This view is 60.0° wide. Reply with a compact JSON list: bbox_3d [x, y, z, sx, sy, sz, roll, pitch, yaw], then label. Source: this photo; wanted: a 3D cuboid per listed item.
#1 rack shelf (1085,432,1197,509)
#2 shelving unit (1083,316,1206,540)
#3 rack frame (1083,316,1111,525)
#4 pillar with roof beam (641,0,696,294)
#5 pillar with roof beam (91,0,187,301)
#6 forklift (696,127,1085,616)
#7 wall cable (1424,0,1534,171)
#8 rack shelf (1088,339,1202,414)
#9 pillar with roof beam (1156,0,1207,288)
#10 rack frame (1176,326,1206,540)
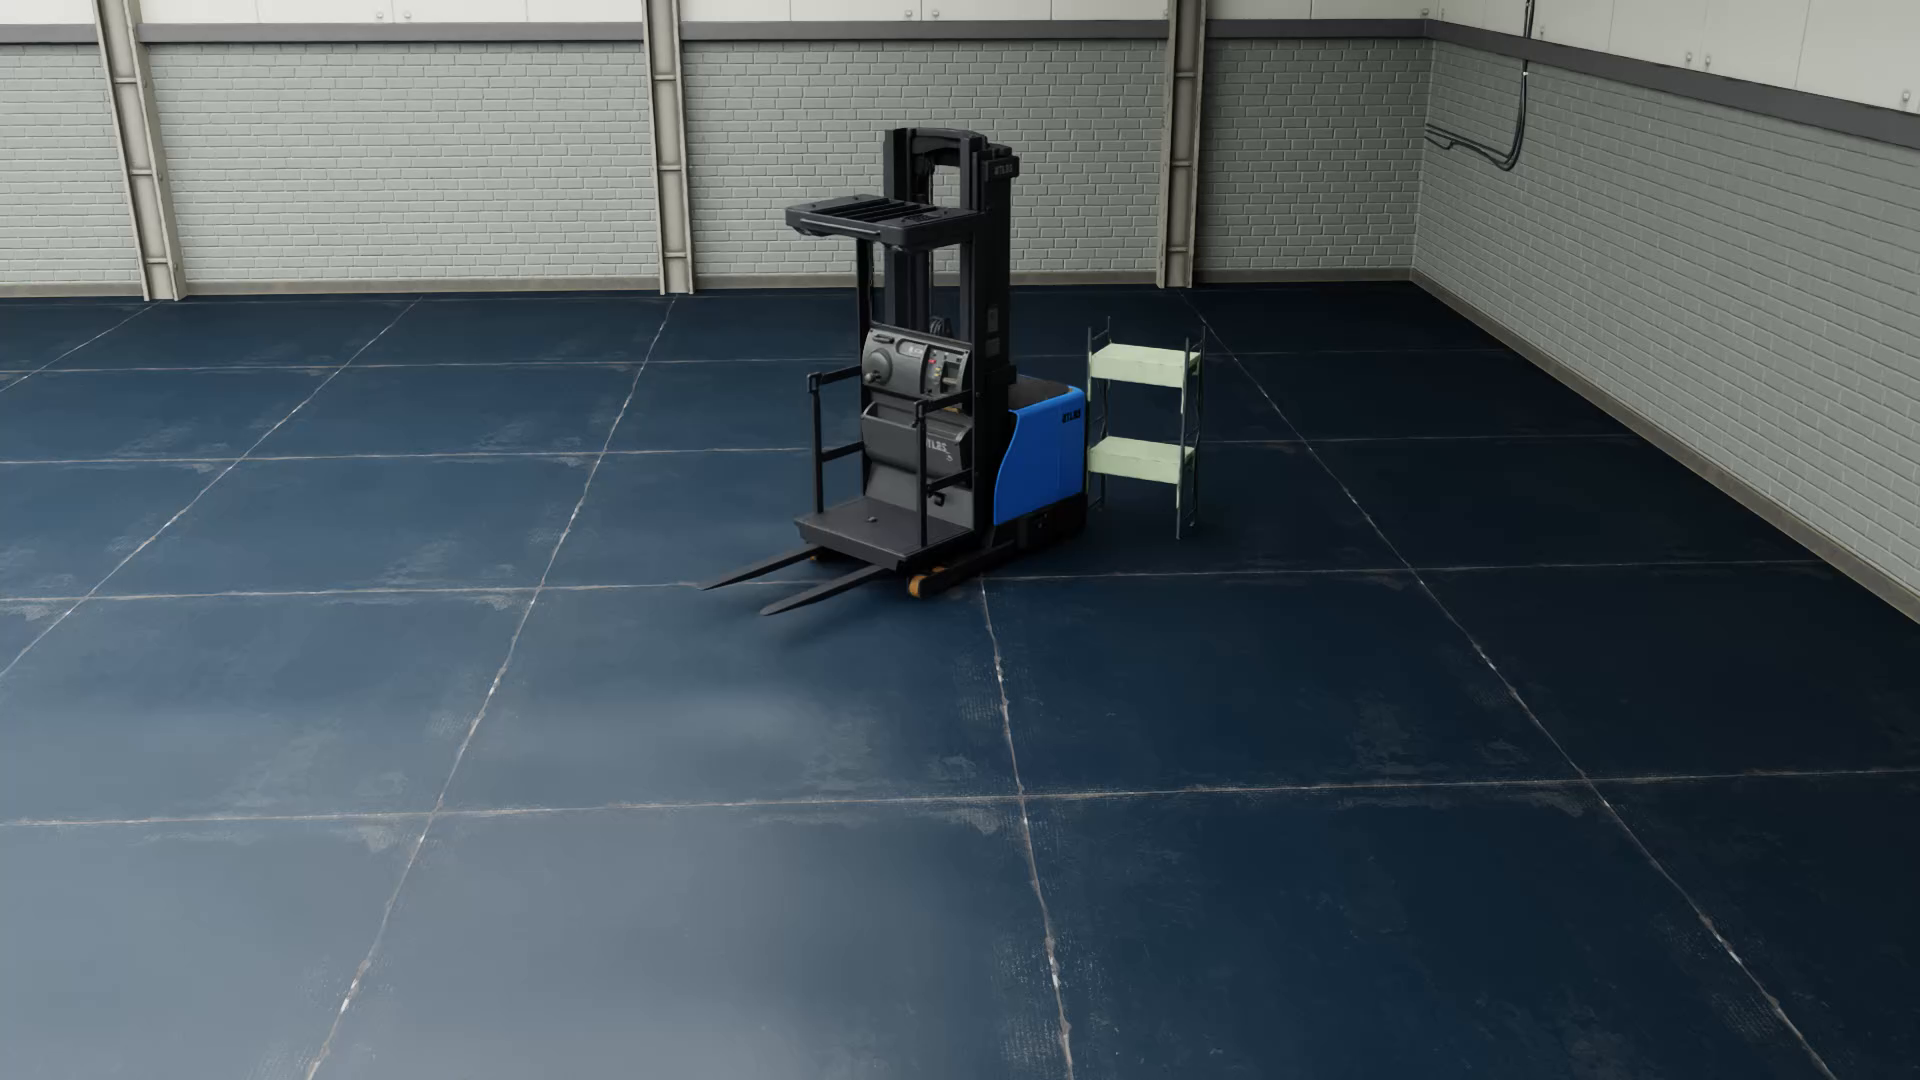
[{"bbox_3d":[1.343,-0.520,12.296,0.720,0.370,0.431,10,23,24],"label":"rack shelf"},{"bbox_3d":[1.343,-0.825,12.180,0.755,1.500,0.431,10,23,24],"label":"shelving unit"},{"bbox_3d":[1.012,-0.881,12.327,0.023,1.500,0.400,10,23,24],"label":"rack frame"},{"bbox_3d":[-3.136,-5.661,14.343,0.400,9.000,9.100,-1,21,-3],"label":"pillar with roof beam"},{"bbox_3d":[-9.126,-5.539,14.023,0.400,9.000,9.100,-1,21,-3],"label":"pillar with roof beam"},{"bbox_3d":[-0.442,-1.178,11.097,1.130,2.935,3.031,18,27,39],"label":"forklift"},{"bbox_3d":[5.625,-5.451,18.155,0.112,2.526,3.097,-1,21,-3],"label":"wall cable"},{"bbox_3d":[1.343,-1.190,12.041,0.720,0.370,0.431,10,23,24],"label":"rack shelf"},{"bbox_3d":[2.854,-5.783,14.663,0.400,9.000,9.100,-1,21,-3],"label":"pillar with roof beam"},{"bbox_3d":[1.673,-0.769,12.032,0.023,1.500,0.400,10,23,24],"label":"rack frame"}]
